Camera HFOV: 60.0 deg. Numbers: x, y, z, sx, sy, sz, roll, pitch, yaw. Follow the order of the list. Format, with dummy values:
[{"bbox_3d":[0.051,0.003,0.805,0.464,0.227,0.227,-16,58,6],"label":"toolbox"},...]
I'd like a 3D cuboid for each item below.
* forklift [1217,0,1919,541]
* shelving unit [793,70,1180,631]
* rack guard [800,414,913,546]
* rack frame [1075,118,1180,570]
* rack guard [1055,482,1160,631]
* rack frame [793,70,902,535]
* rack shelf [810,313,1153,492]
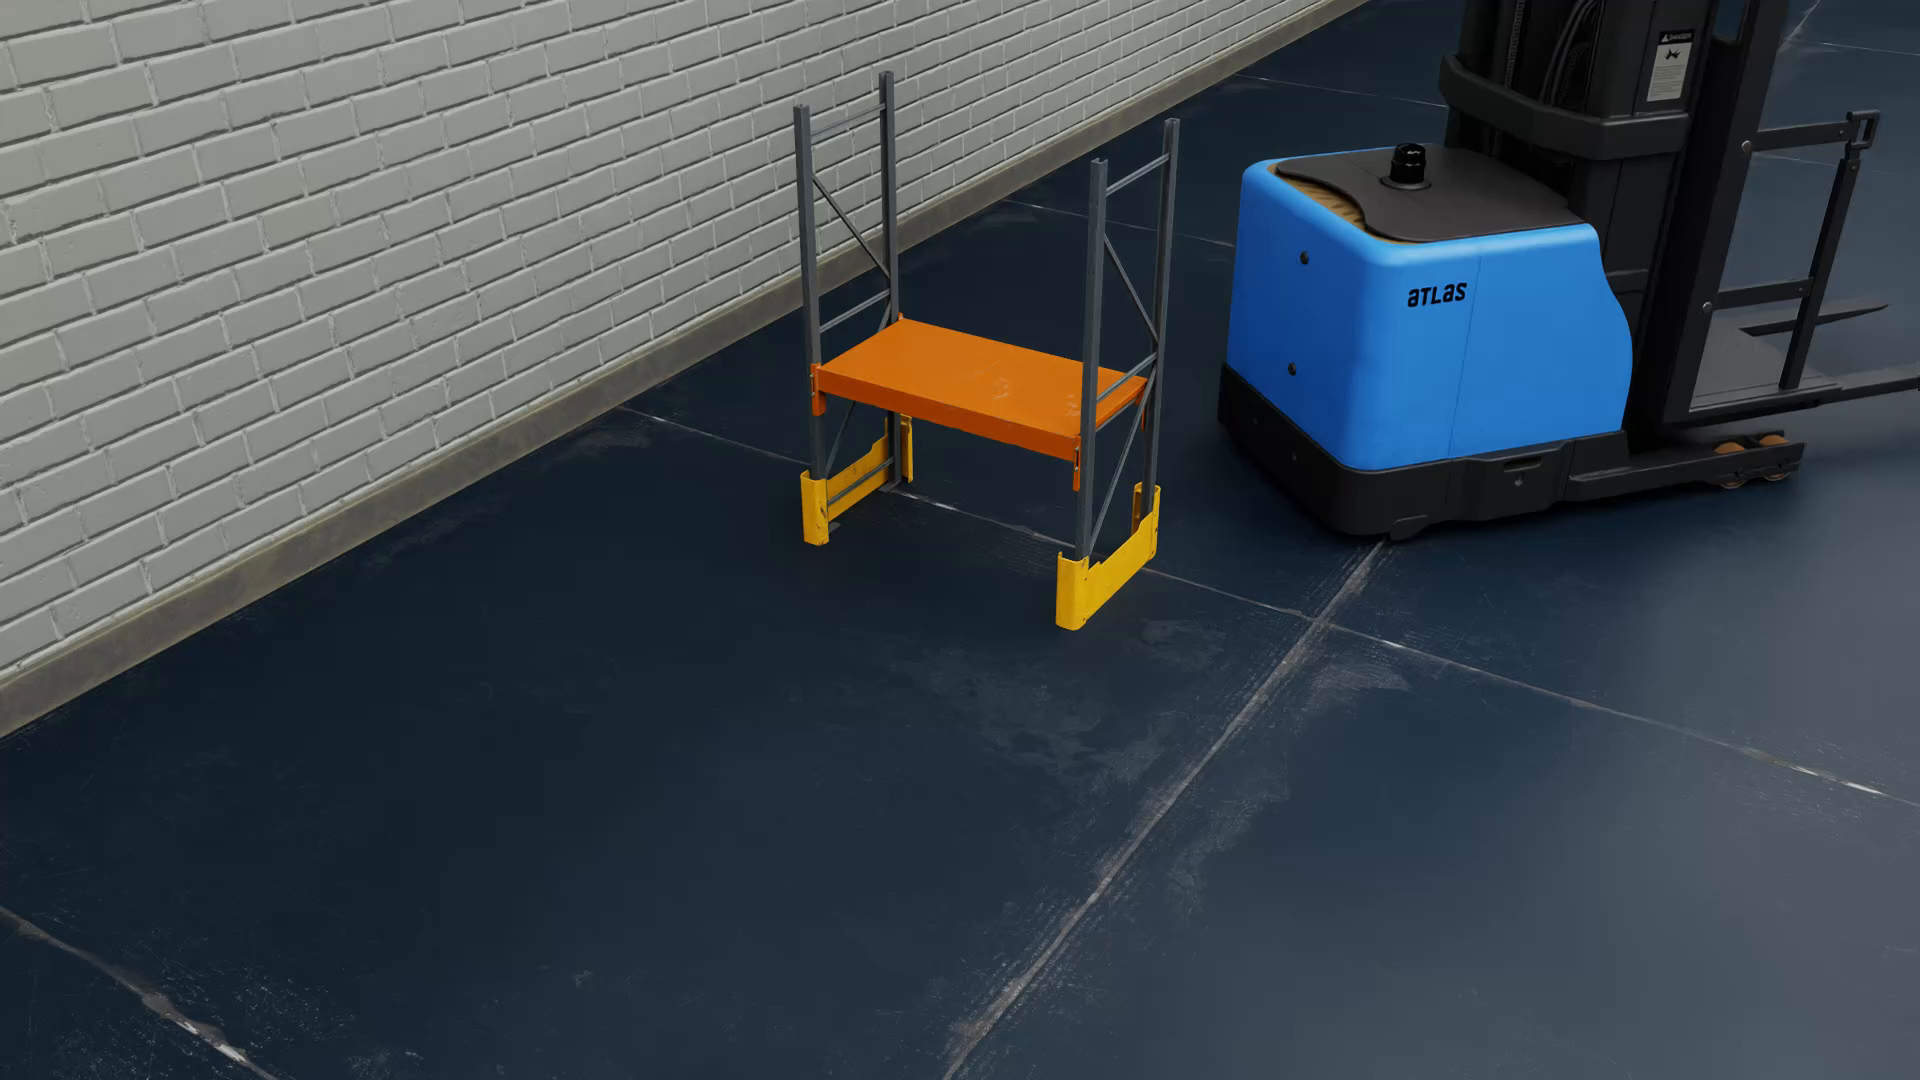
[{"bbox_3d":[2.567,-1.695,5.746,3.031,2.935,1.130,-9,32,-16],"label":"forklift"},{"bbox_3d":[0.065,-0.627,5.337,1.083,1.500,0.587,18,35,27],"label":"shelving unit"},{"bbox_3d":[-0.357,-0.221,5.881,0.087,0.250,0.587,18,35,27],"label":"rack guard"},{"bbox_3d":[0.503,-0.489,5.099,0.032,1.500,0.500,18,35,27],"label":"rack frame"},{"bbox_3d":[0.486,0.046,5.423,0.087,0.250,0.587,18,35,27],"label":"rack guard"},{"bbox_3d":[-0.358,-0.761,5.566,0.032,1.500,0.500,18,35,27],"label":"rack frame"},{"bbox_3d":[0.072,-0.470,5.424,1.000,0.185,0.538,18,35,27],"label":"rack shelf"}]
